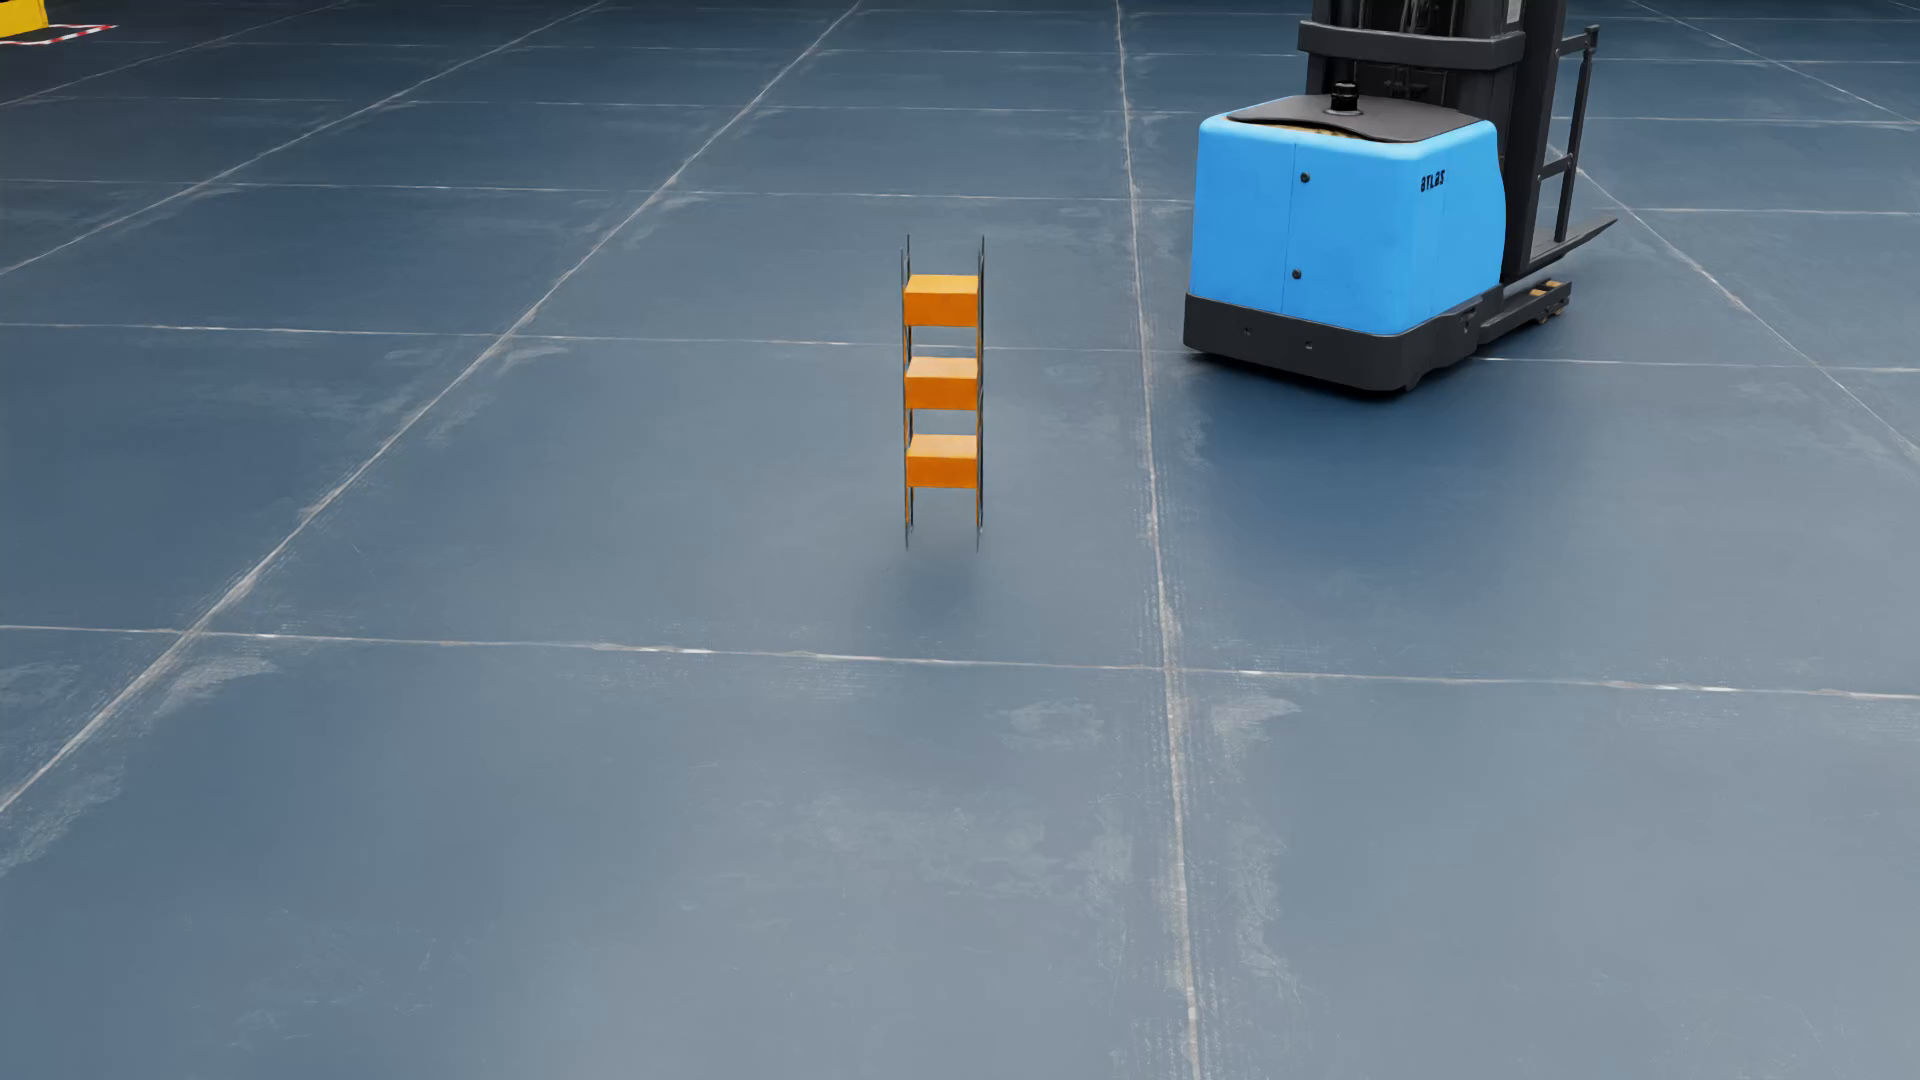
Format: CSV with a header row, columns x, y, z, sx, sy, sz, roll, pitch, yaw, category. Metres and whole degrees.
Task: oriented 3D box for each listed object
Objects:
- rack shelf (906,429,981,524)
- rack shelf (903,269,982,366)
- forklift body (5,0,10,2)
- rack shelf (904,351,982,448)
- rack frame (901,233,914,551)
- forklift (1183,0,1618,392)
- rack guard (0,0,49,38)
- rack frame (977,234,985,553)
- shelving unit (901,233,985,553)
x,y,z,sx,sy,sz,roll,pitch,yaw,category
-0.053,-0.217,5.655,0.240,0.259,0.215,2,25,4,rack shelf
-0.053,-0.727,5.420,0.240,0.259,0.215,2,25,4,rack shelf
-11.356,-7.515,19.509,1.214,2.155,2.313,2,25,4,forklift body
-0.053,-0.469,5.539,0.240,0.259,0.215,2,25,4,rack shelf
-0.175,-0.483,5.543,0.008,1.050,0.200,2,25,4,rack frame
2.341,-2.491,7.658,1.130,2.935,3.031,19,31,36,forklift
-9.778,-5.398,16.884,0.348,0.500,1.175,2,25,4,rack guard
0.068,-0.475,5.526,0.008,1.050,0.200,2,25,4,rack frame
-0.053,-0.479,5.534,0.252,1.050,0.215,2,25,4,shelving unit
